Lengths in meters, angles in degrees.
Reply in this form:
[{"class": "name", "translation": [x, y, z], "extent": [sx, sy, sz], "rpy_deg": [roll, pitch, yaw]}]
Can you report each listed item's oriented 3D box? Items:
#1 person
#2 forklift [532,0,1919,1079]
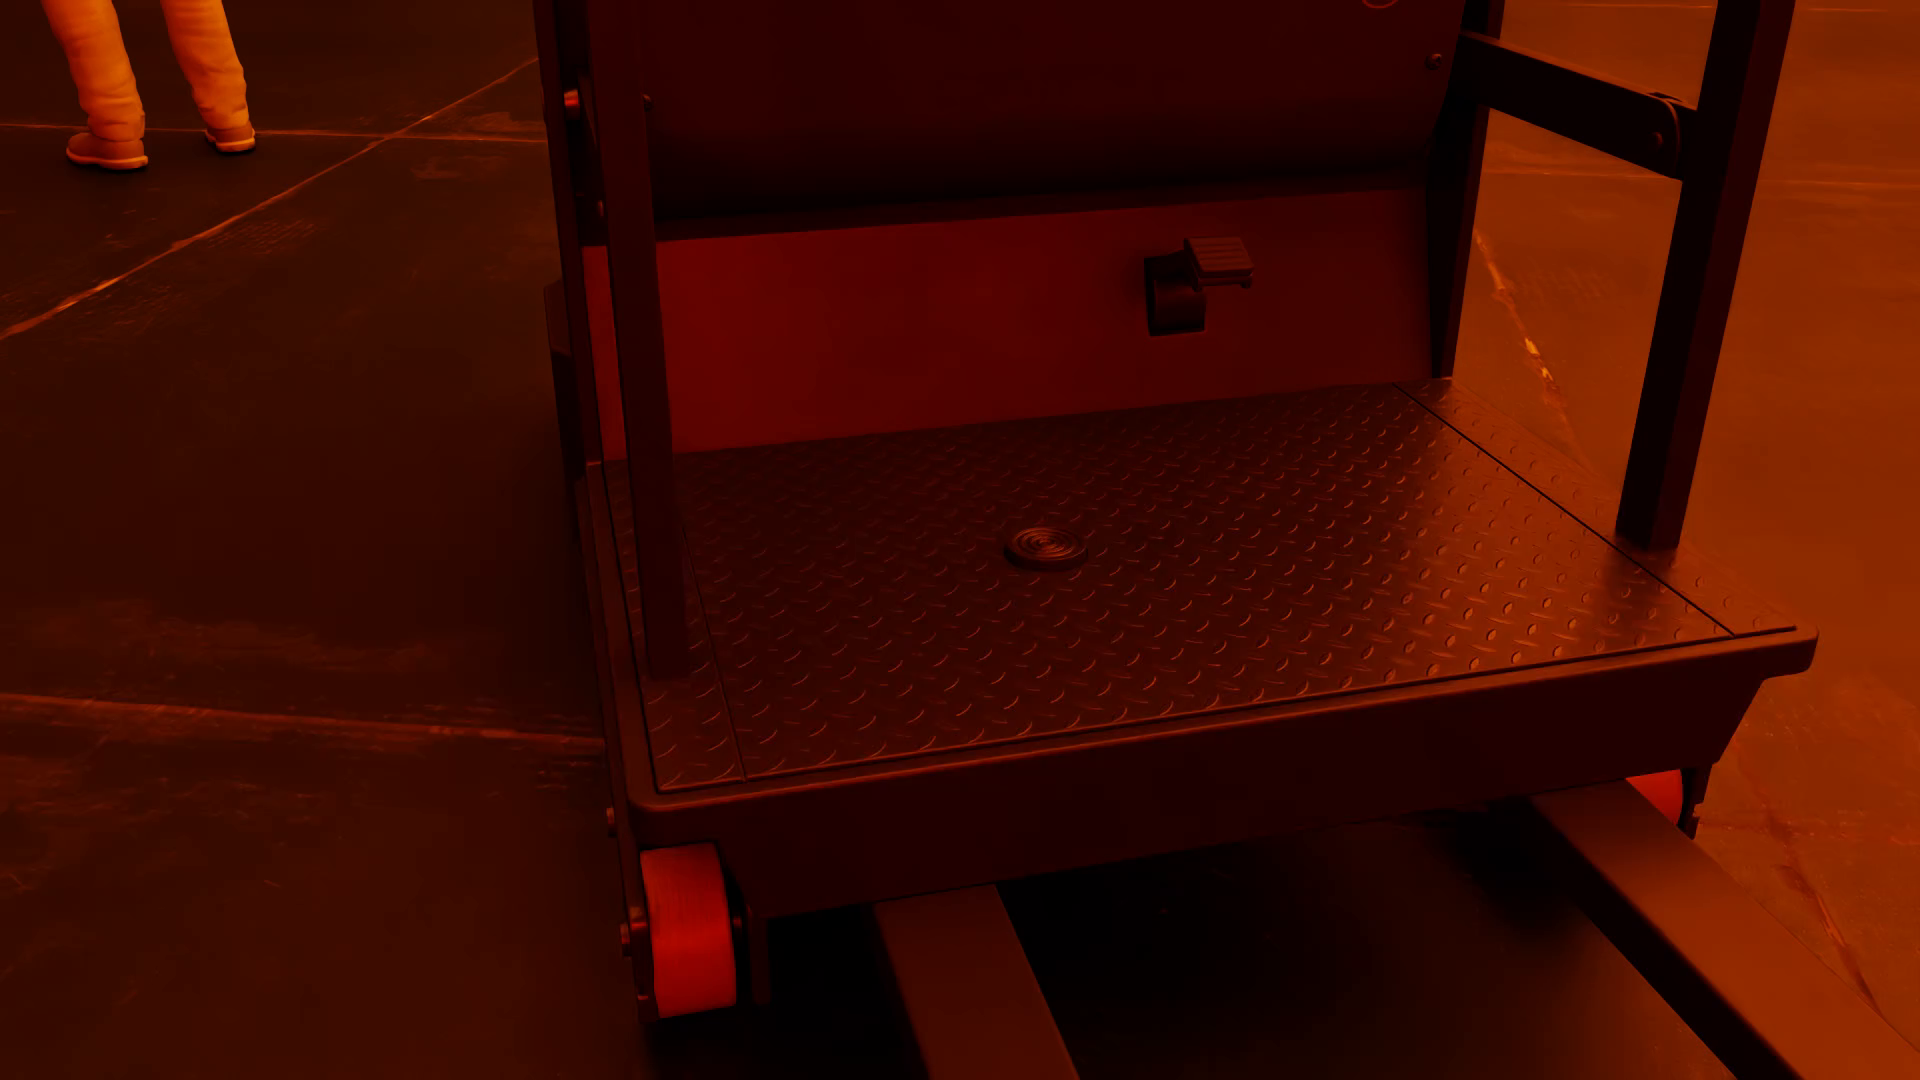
[{"class": "person", "translation": [-2.215, -1.843, 4.235], "extent": [0.605, 1.747, 0.443], "rpy_deg": [-24, 35, -39]}, {"class": "forklift", "translation": [0.153, -1.049, 1.319], "extent": [1.130, 2.935, 3.031], "rpy_deg": [-7, 27, -13]}]
